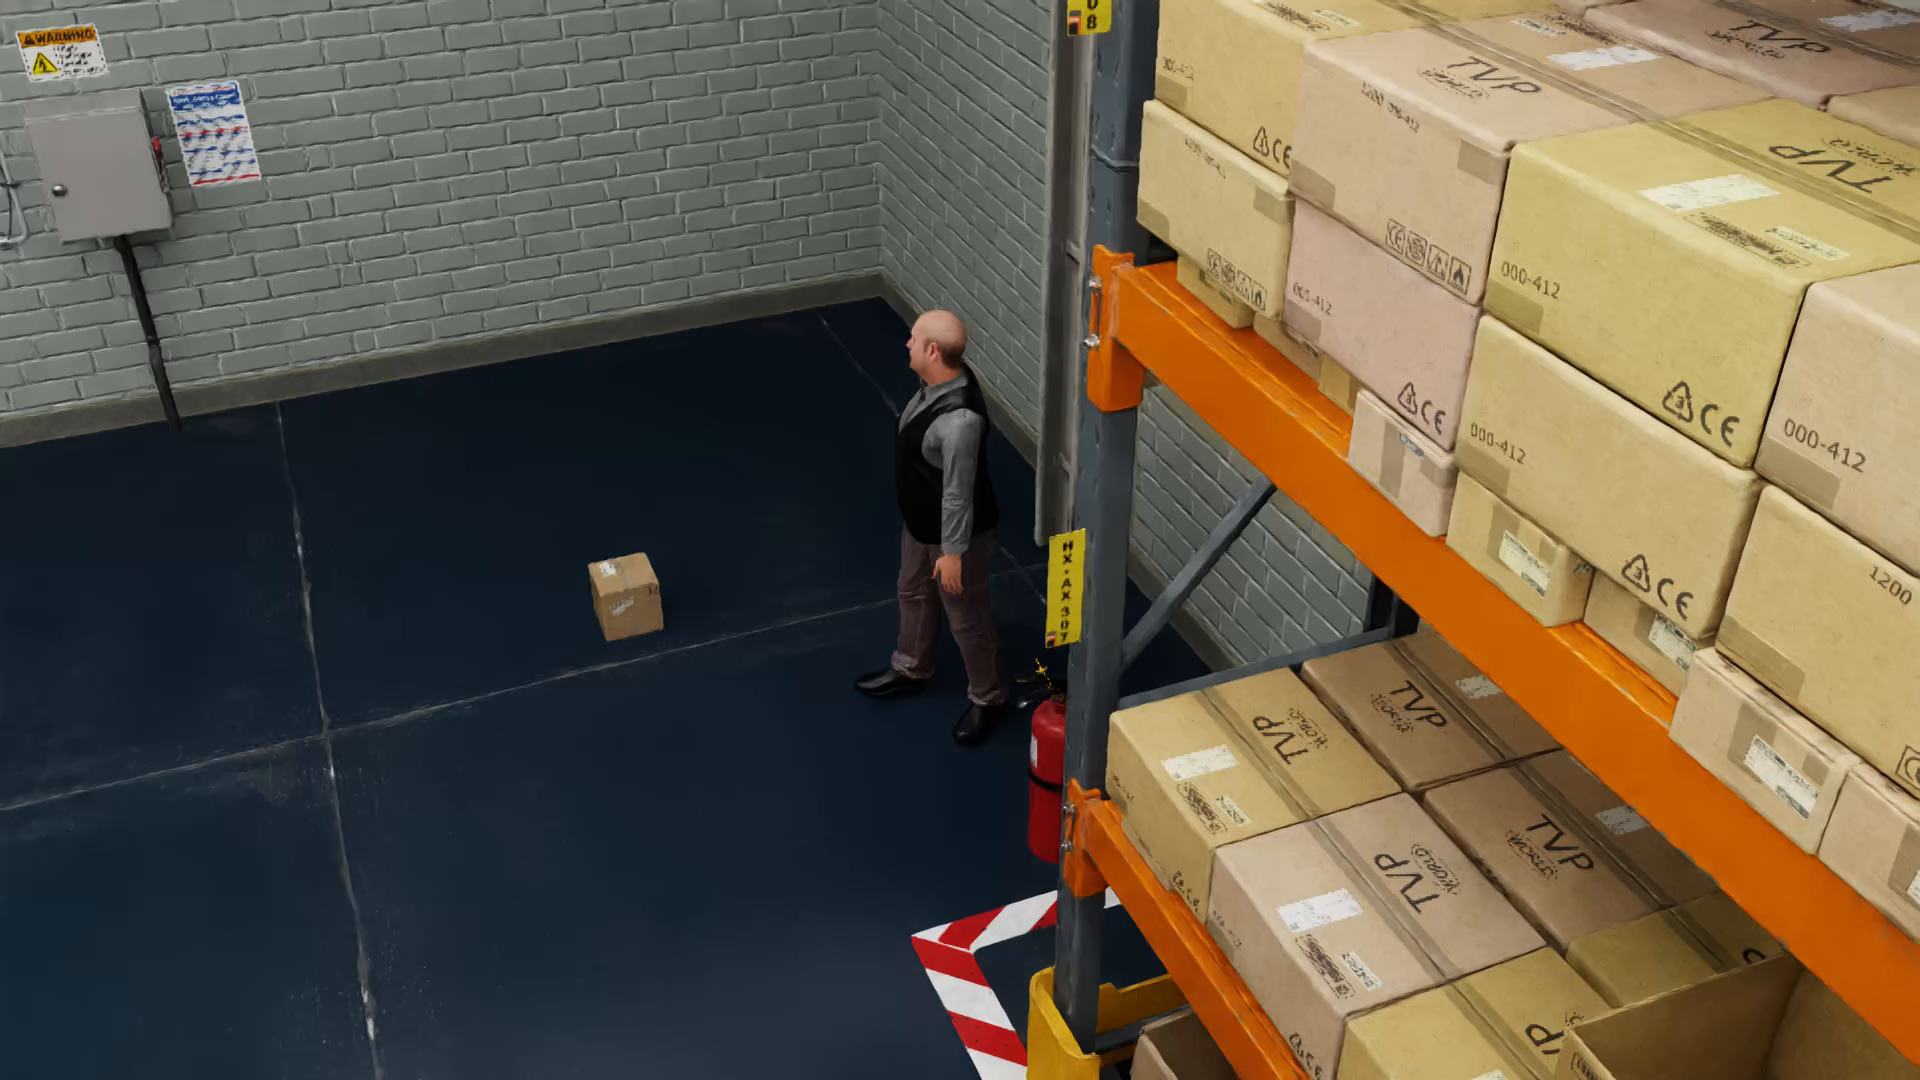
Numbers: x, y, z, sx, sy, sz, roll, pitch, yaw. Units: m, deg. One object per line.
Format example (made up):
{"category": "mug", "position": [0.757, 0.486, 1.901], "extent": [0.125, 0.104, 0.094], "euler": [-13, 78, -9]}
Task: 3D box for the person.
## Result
{"category": "person", "position": [-0.119, -0.070, 6.225], "extent": [0.577, 1.720, 0.646], "euler": [-9, 34, -13]}
